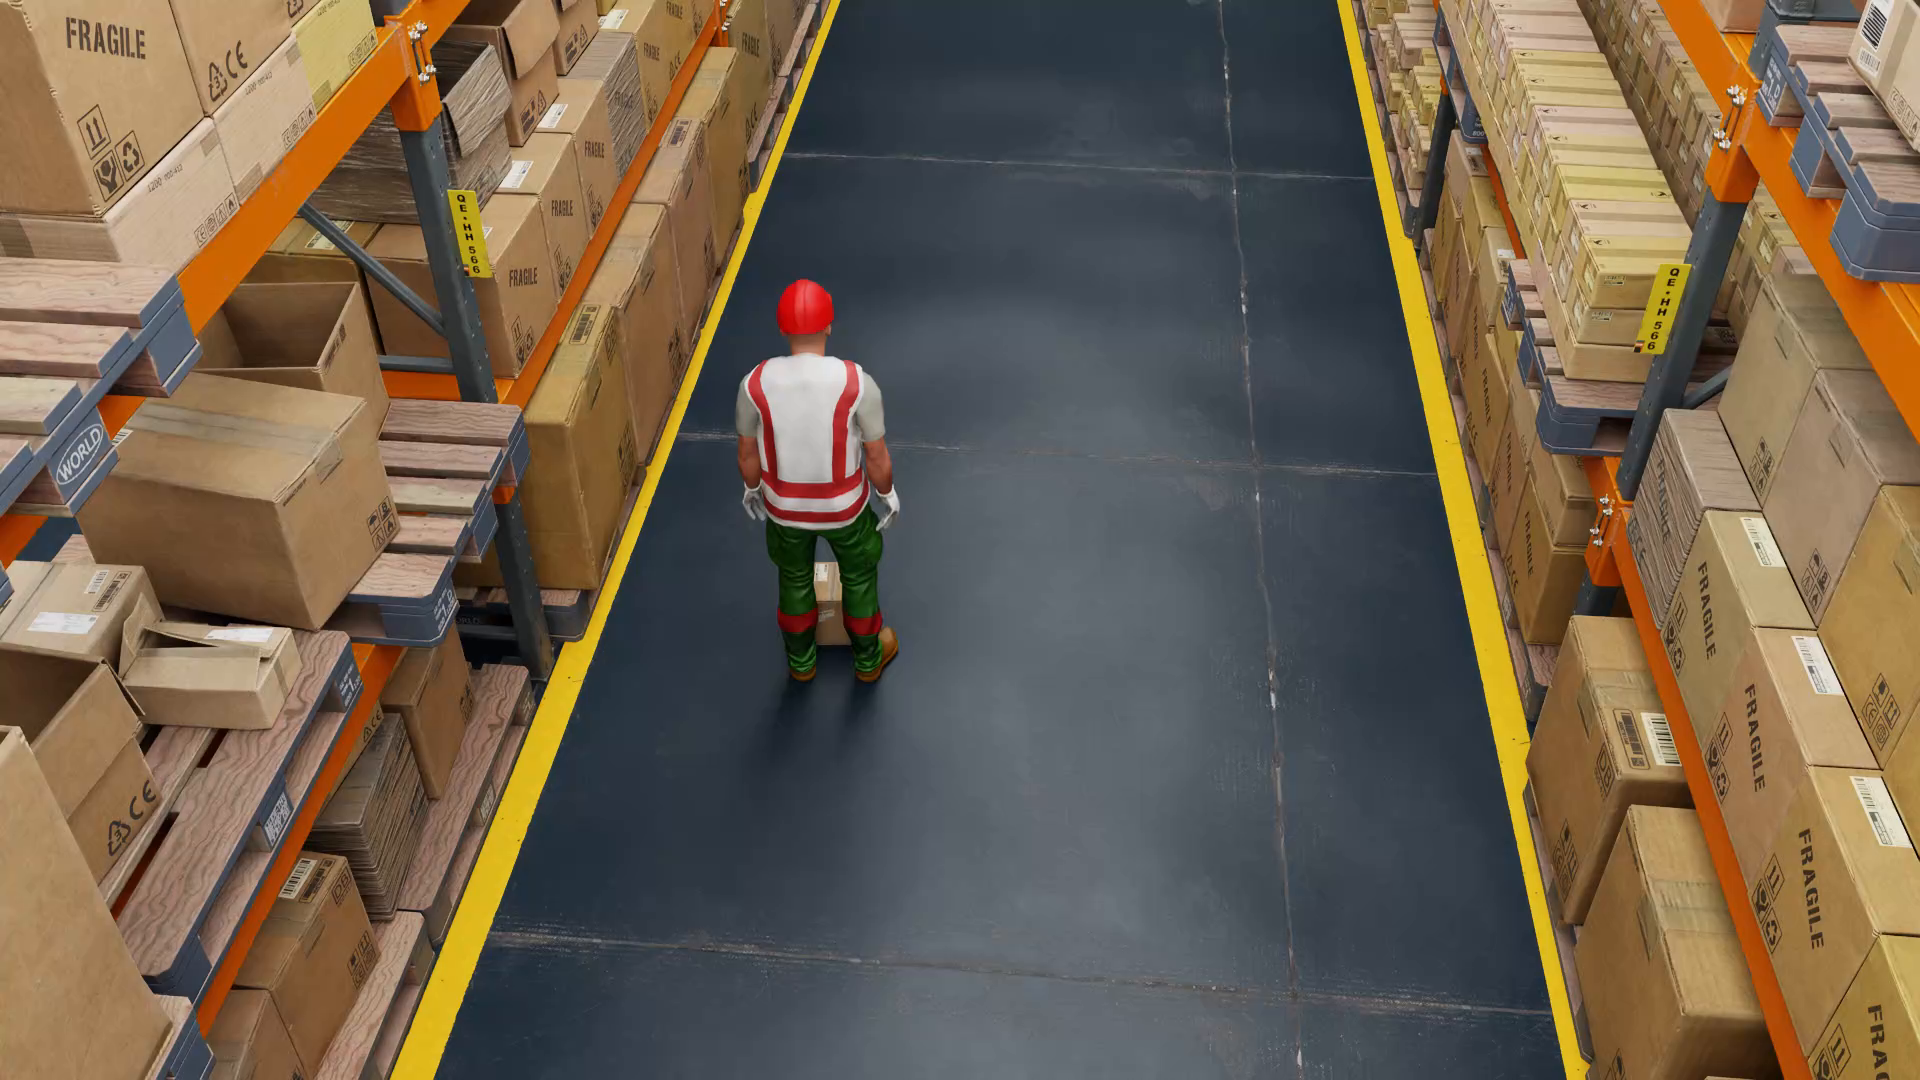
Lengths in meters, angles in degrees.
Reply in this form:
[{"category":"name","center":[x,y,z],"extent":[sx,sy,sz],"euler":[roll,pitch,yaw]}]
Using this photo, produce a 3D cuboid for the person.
[{"category":"person","center":[-0.534,-0.172,6.352],"extent":[0.608,1.779,0.451],"euler":[3,40,4]}]
